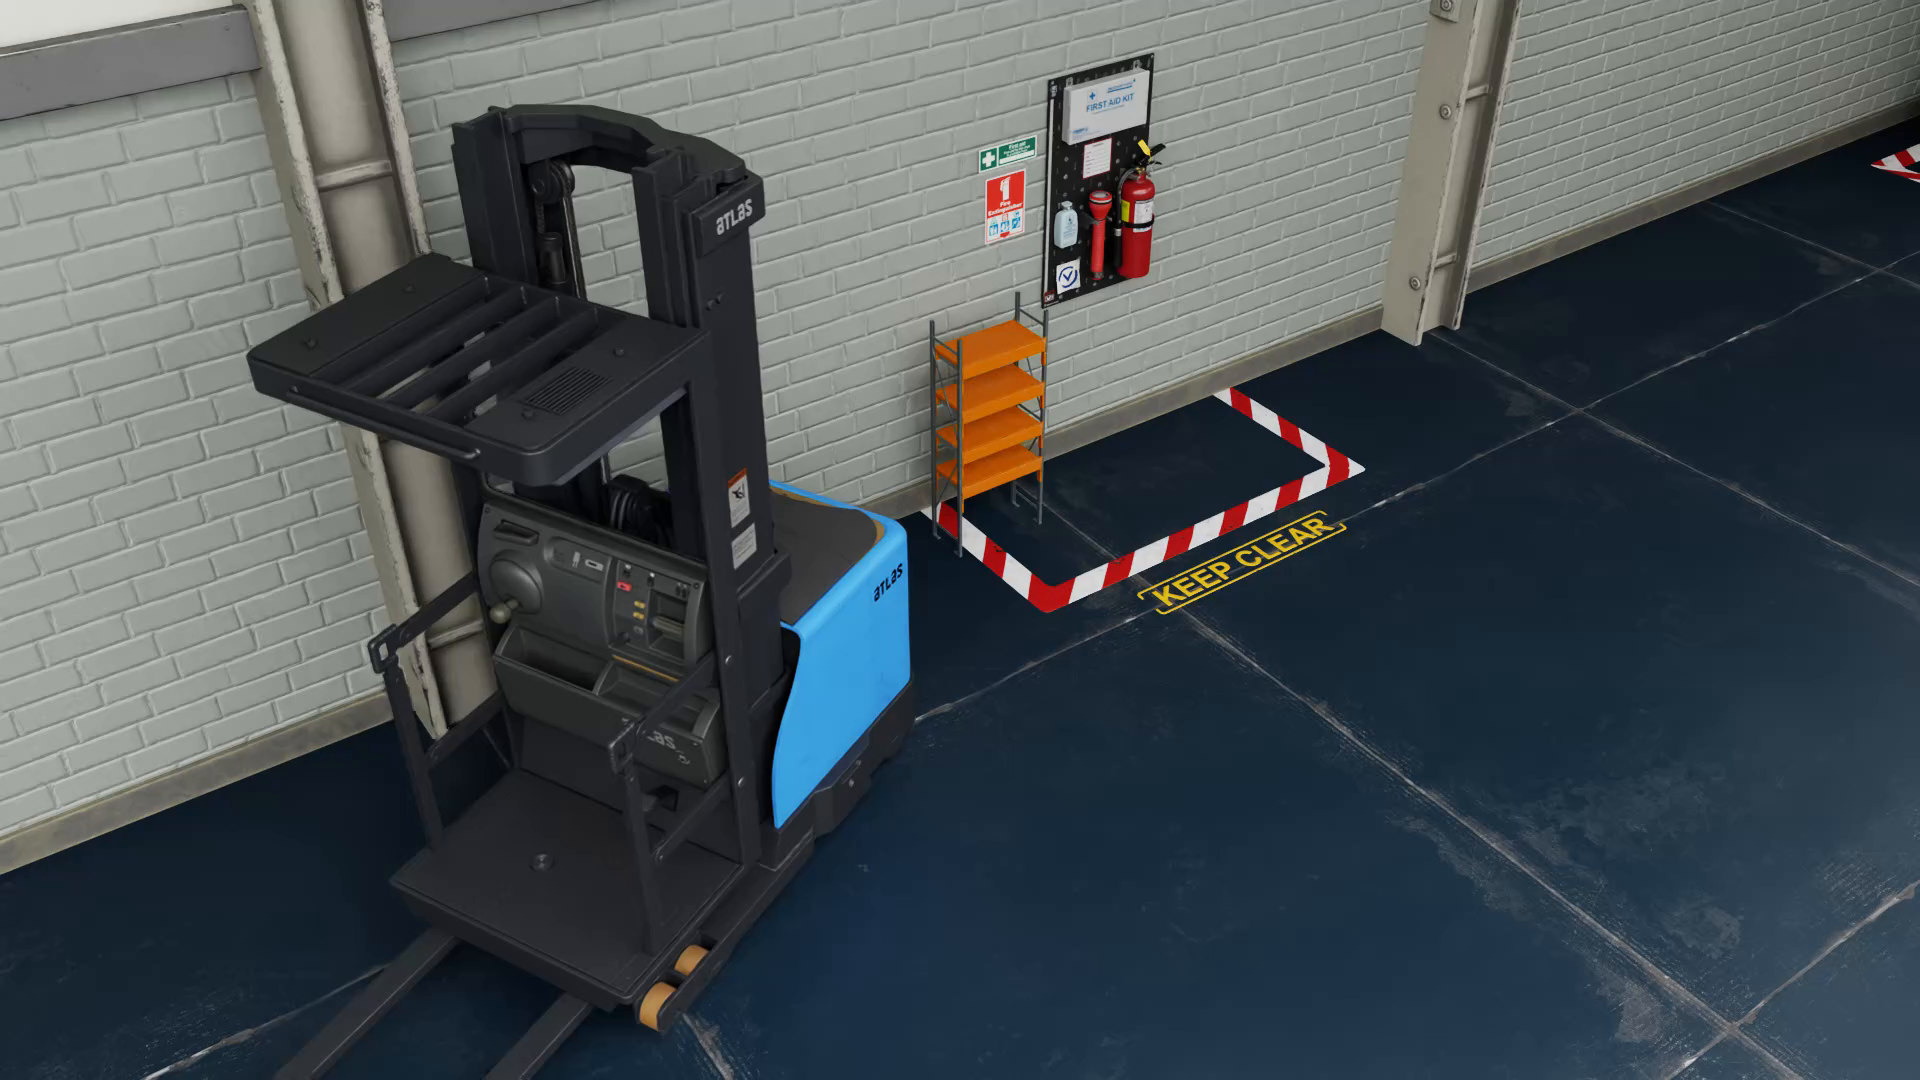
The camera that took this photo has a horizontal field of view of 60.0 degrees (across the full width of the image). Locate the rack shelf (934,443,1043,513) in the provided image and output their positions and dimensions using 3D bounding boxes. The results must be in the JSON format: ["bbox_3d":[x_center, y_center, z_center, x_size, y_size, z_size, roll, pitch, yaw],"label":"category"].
[{"bbox_3d":[0.135,-0.327,8.132,0.480,0.148,0.258,-22,41,-28],"label":"rack shelf"}]

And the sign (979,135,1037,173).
[{"bbox_3d":[0.222,-1.783,7.675,0.331,0.109,0.001,-22,41,-28],"label":"sign"}]

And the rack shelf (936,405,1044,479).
[{"bbox_3d":[0.135,-0.488,8.016,0.480,0.148,0.258,-22,41,-28],"label":"rack shelf"}]

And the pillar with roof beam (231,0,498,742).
[{"bbox_3d":[0.342,-0.868,1.750,0.400,9.000,9.100,-22,41,-28],"label":"pillar with roof beam"}]

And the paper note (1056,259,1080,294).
[{"bbox_3d":[0.540,-1.308,8.255,0.142,0.148,0.016,-22,41,-28],"label":"paper note"}]

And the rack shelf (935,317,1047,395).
[{"bbox_3d":[0.135,-0.862,7.748,0.480,0.148,0.258,-22,41,-28],"label":"rack shelf"}]

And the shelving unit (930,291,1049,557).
[{"bbox_3d":[0.135,-0.543,7.977,0.503,1.200,0.258,-22,41,-28],"label":"shelving unit"}]

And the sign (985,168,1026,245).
[{"bbox_3d":[0.213,-1.570,7.834,0.234,0.329,0.001,-22,41,-28],"label":"sign"}]

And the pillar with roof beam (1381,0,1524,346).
[{"bbox_3d":[5.246,-2.886,4.556,0.400,9.000,9.100,-22,41,-28],"label":"pillar with roof beam"}]

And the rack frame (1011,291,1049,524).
[{"bbox_3d":[0.335,-0.625,8.091,0.015,1.200,0.240,-22,41,-28],"label":"rack frame"}]

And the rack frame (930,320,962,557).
[{"bbox_3d":[-0.064,-0.461,7.863,0.015,1.200,0.240,-22,41,-28],"label":"rack frame"}]

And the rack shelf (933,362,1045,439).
[{"bbox_3d":[0.135,-0.670,7.886,0.480,0.148,0.258,-22,41,-28],"label":"rack shelf"}]

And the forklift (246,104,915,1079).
[{"bbox_3d":[-1.346,0.230,5.420,1.130,2.935,3.031,18,39,23],"label":"forklift"}]

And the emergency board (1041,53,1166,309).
[{"bbox_3d":[0.724,-1.693,8.034,0.643,1.169,0.194,-22,41,-28],"label":"emergency board"}]
